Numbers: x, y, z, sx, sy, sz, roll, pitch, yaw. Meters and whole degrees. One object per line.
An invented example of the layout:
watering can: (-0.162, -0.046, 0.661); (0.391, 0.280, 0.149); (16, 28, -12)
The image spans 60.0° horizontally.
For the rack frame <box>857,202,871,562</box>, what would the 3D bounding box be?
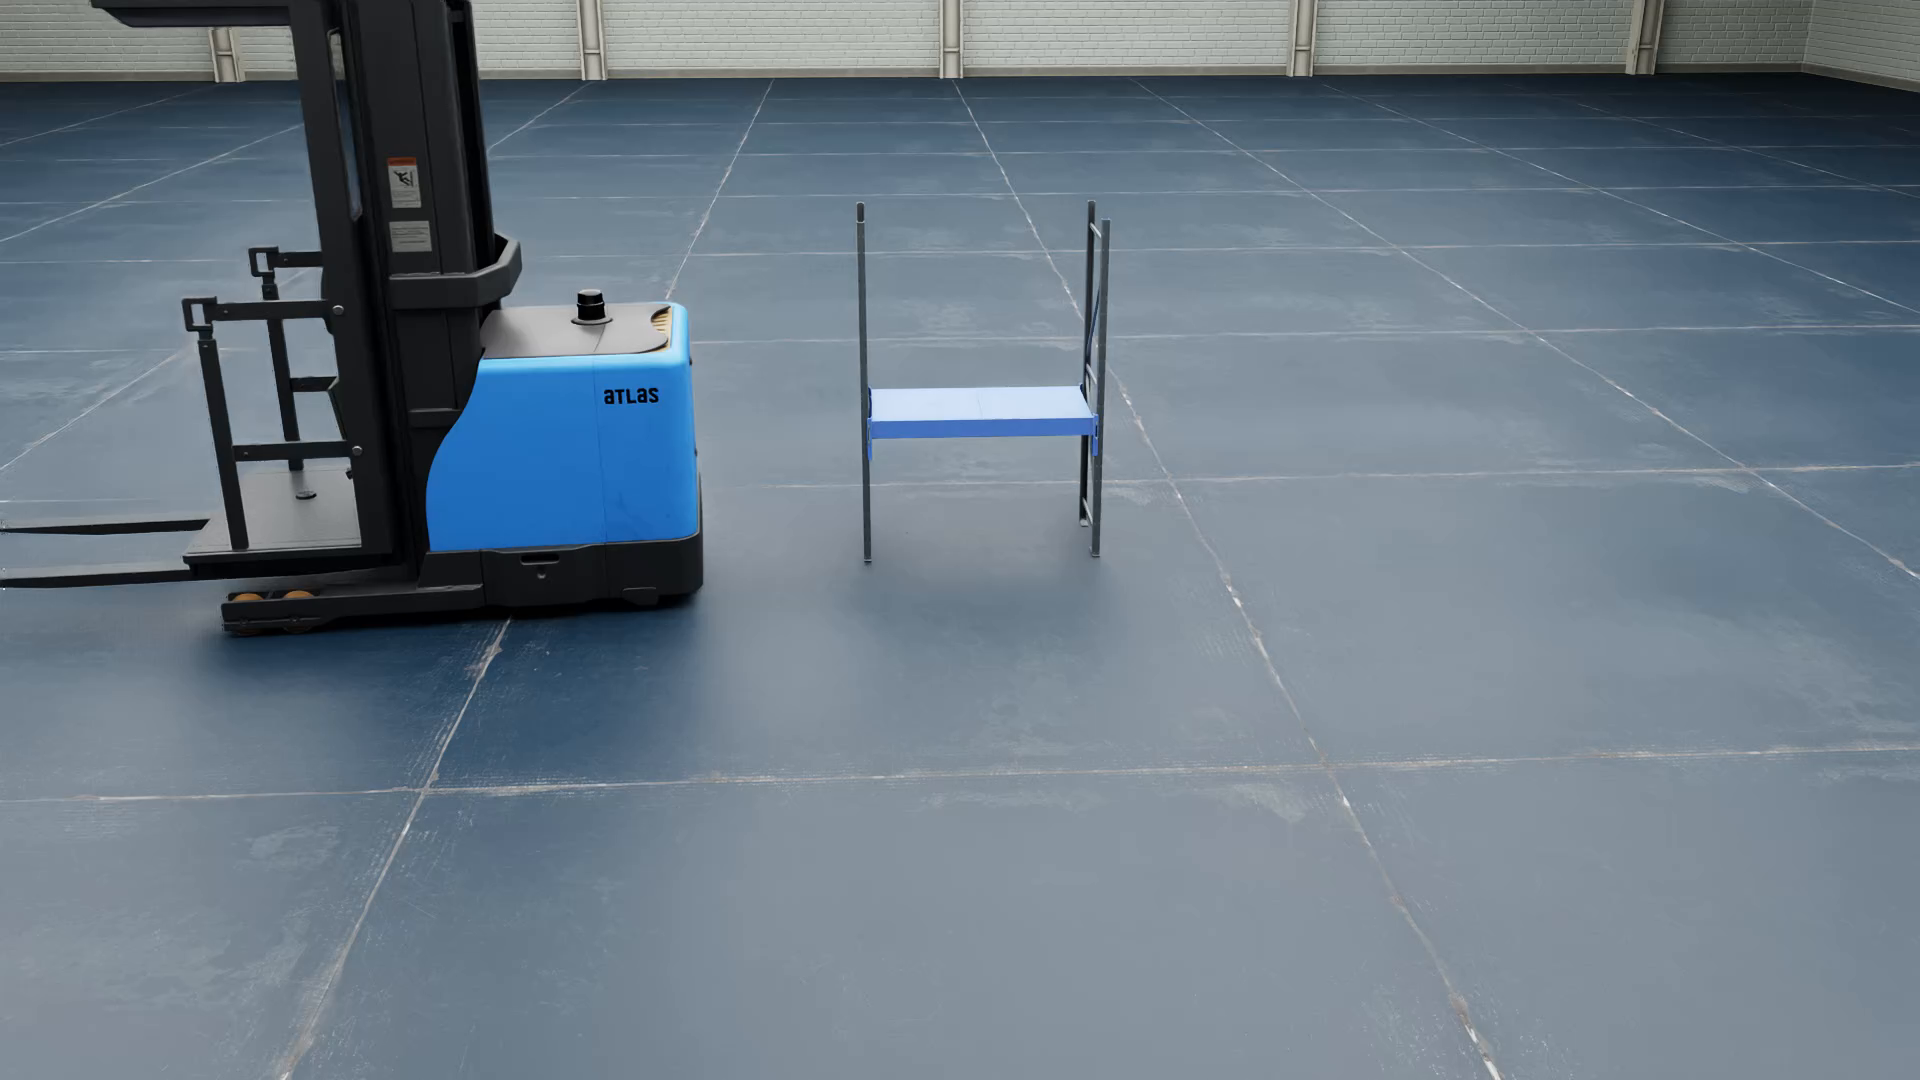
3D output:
rack frame: (-0.422, -0.692, 7.332); (0.032, 1.500, 0.500); (-1, 21, -3)

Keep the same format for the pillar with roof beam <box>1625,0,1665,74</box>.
pillar with roof beam: (12.075, -10.797, 23.334); (0.400, 9.000, 9.100); (-1, 21, -3)

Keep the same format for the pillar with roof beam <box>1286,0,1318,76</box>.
pillar with roof beam: (6.084, -10.676, 23.014); (0.400, 9.000, 9.100); (-1, 21, -3)

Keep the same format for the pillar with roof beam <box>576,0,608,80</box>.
pillar with roof beam: (-5.896, -10.432, 22.374); (0.400, 9.000, 9.100); (-1, 21, -3)

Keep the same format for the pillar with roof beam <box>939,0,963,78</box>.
pillar with roof beam: (0.094, -10.554, 22.694); (0.400, 9.000, 9.100); (-1, 21, -3)

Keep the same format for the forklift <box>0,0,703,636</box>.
forklift: (-2.632, -1.189, 6.624); (3.031, 2.935, 1.130); (-3, 21, -8)

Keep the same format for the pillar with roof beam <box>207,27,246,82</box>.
pillar with roof beam: (-11.886, -10.310, 22.054); (0.400, 9.000, 9.100); (-1, 21, -3)

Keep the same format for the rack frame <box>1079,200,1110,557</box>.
rack frame: (0.593, -0.713, 7.386); (0.032, 1.500, 0.500); (-1, 21, -3)

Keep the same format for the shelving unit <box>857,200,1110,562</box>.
shelving unit: (0.085, -0.703, 7.359); (1.048, 1.500, 0.538); (-1, 21, -3)

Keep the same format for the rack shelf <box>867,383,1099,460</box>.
rack shelf: (0.085, -0.535, 7.423); (1.000, 0.185, 0.538); (-1, 21, -3)
